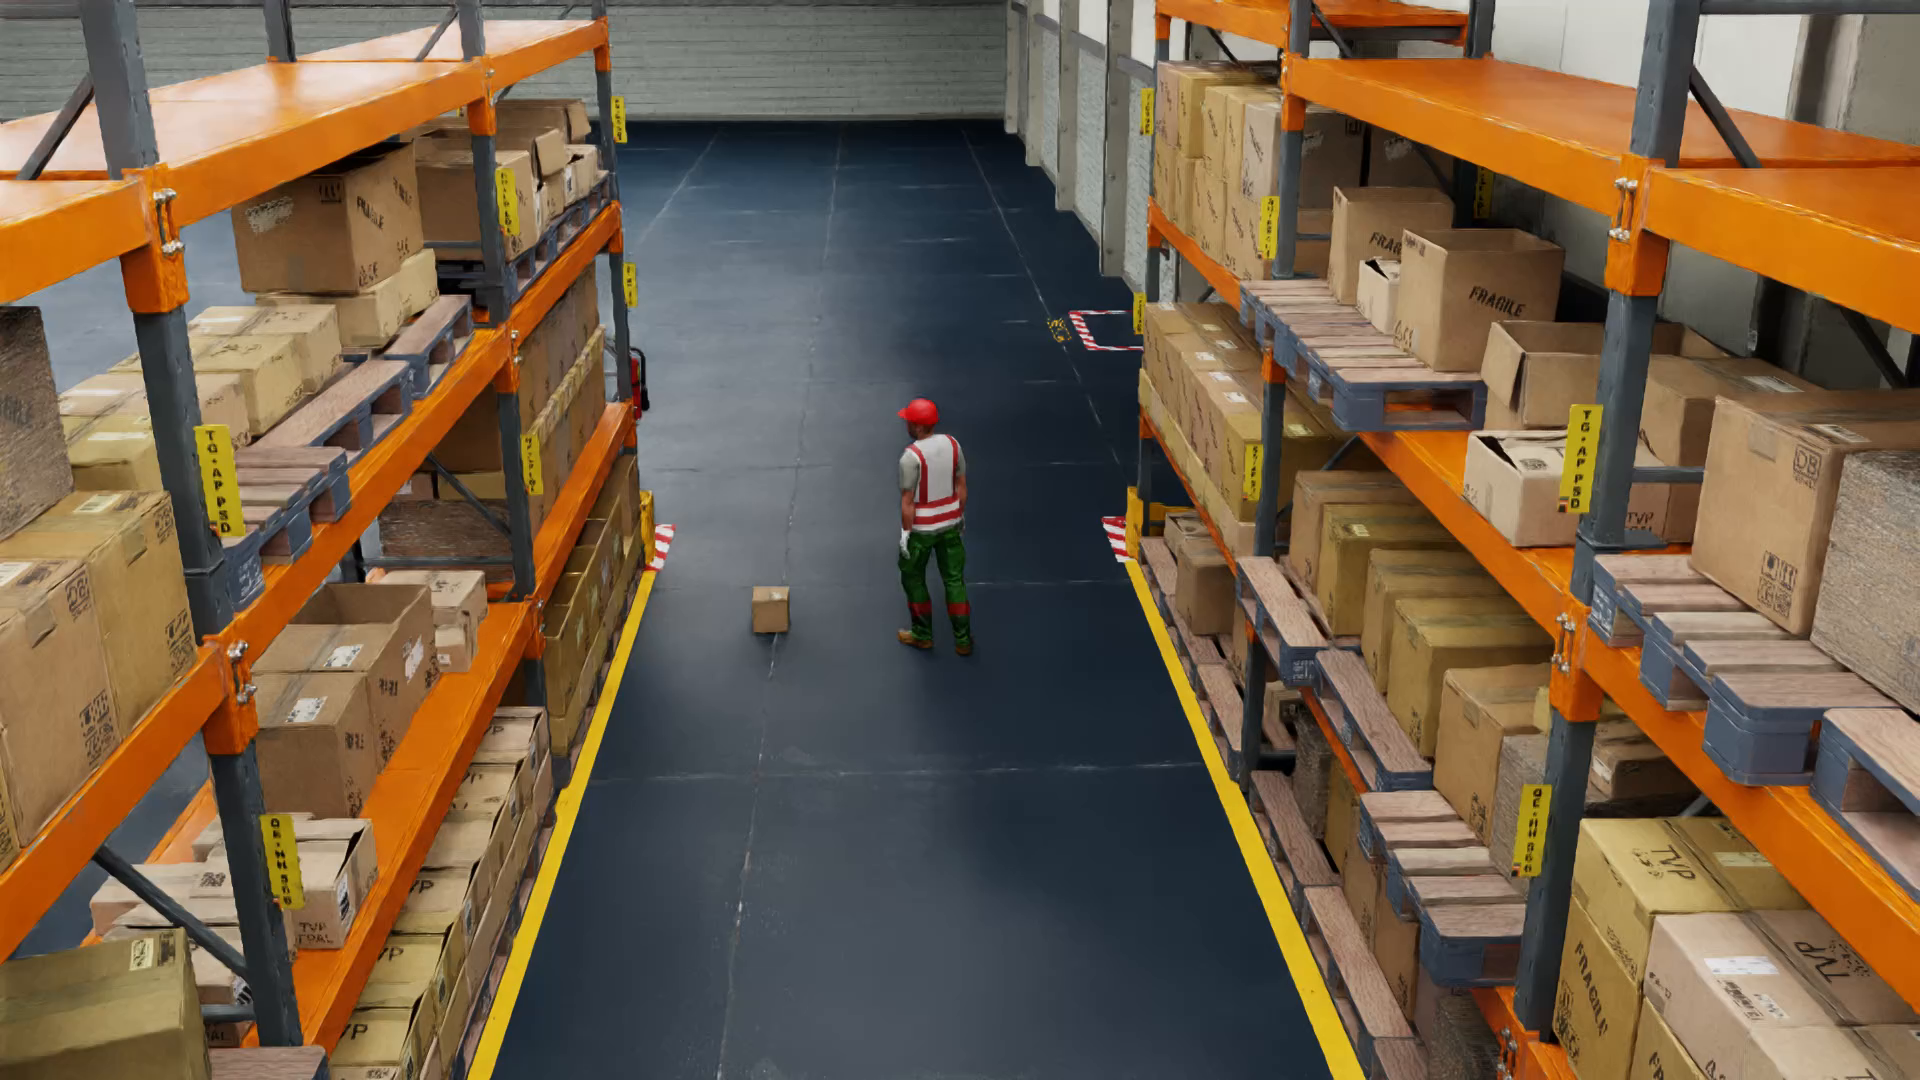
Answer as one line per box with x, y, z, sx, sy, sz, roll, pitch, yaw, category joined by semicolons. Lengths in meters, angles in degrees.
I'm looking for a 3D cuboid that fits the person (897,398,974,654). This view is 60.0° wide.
-0.179;-0.095;11.305;0.568;1.781;0.565;-13;24;-32;person
